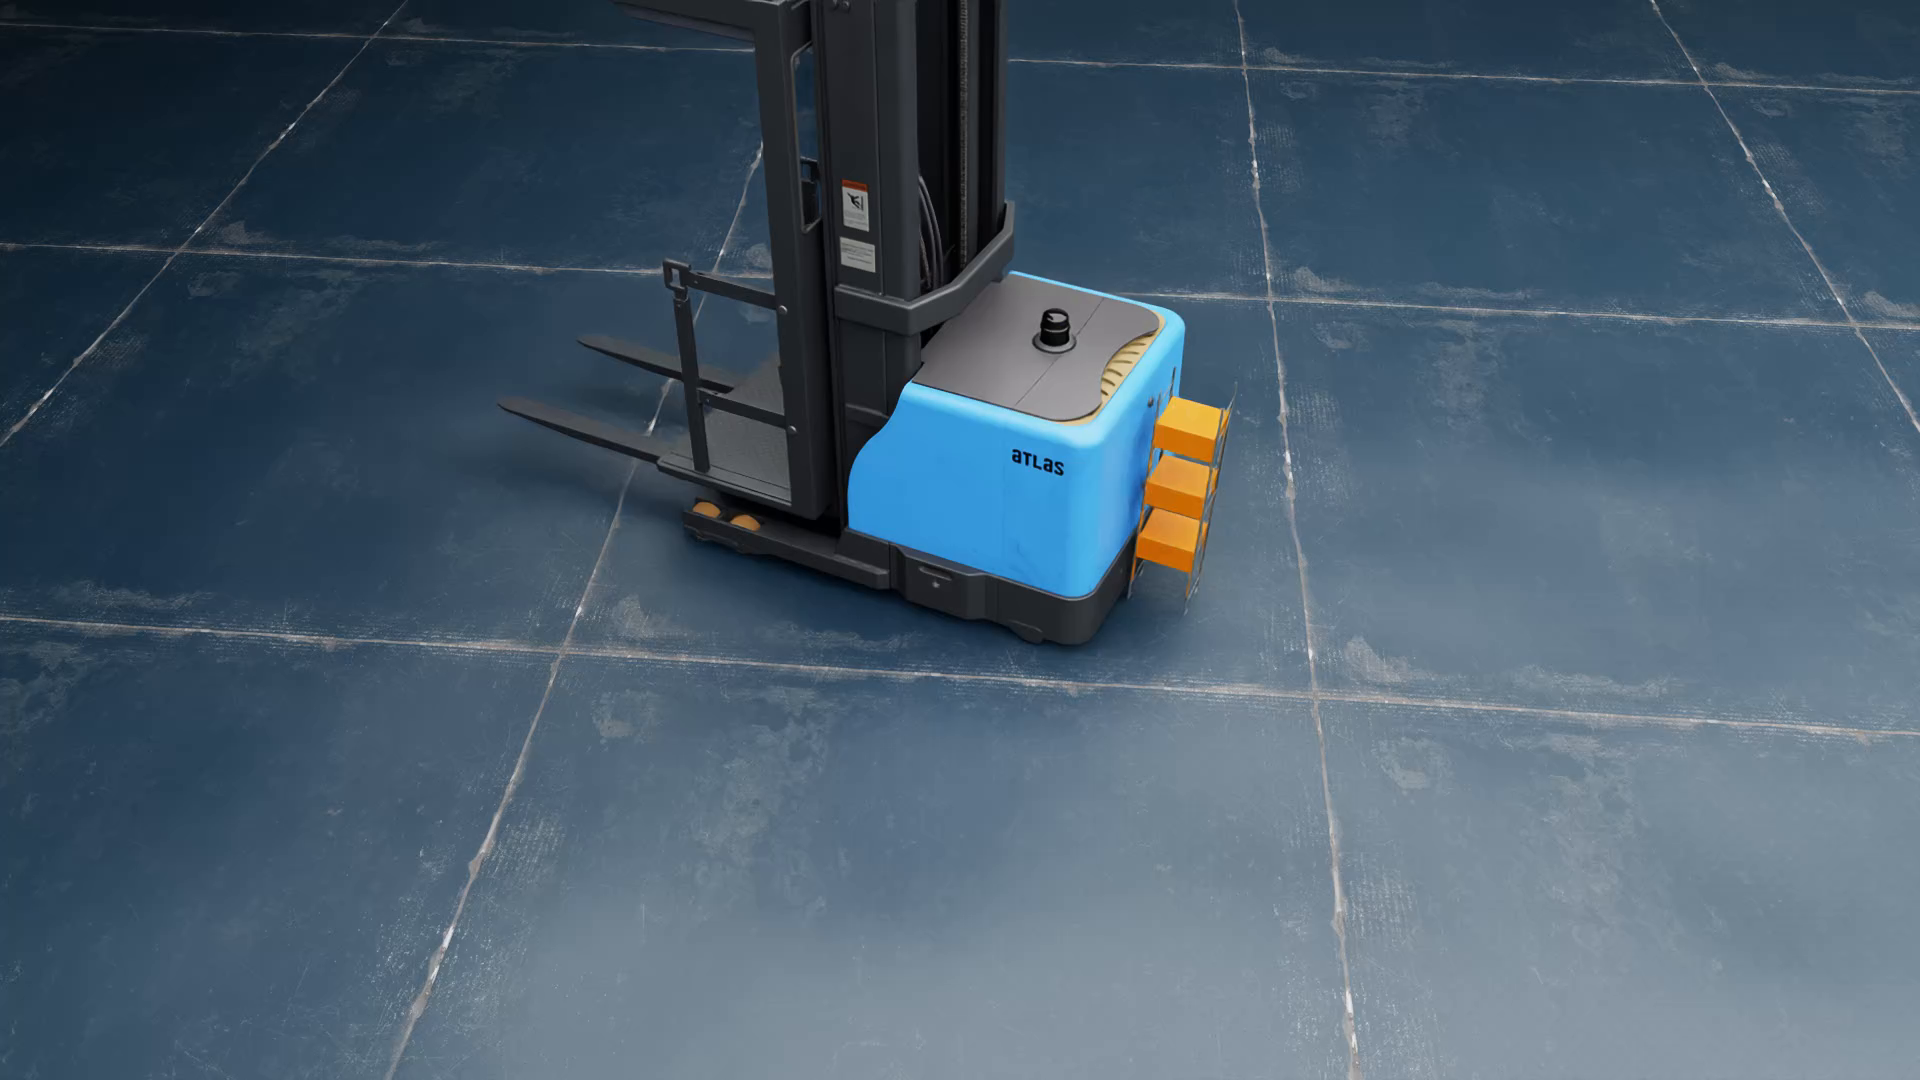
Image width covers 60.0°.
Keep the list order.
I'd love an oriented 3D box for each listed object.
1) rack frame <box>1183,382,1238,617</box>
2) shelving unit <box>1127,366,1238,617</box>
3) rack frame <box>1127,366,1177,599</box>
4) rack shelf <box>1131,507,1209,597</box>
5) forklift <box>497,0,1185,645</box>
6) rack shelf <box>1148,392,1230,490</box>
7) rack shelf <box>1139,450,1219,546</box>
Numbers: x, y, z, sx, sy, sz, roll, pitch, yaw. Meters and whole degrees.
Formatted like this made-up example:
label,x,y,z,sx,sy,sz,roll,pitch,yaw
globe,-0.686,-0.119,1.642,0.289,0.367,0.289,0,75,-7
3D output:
label,x,y,z,sx,sy,sz,roll,pitch,yaw
rack frame,0.988,-0.142,6.593,0.008,1.050,0.200,17,42,16
shelving unit,0.876,-0.177,6.625,0.252,1.050,0.215,17,42,16
rack frame,0.764,-0.212,6.658,0.008,1.050,0.200,17,42,16
rack shelf,0.862,0.043,6.812,0.240,0.259,0.215,17,42,16
forklift,-0.634,-1.360,6.599,3.031,2.935,1.130,17,42,20
rack shelf,0.890,-0.385,6.449,0.240,0.259,0.215,17,42,16
rack shelf,0.875,-0.169,6.632,0.240,0.259,0.215,17,42,16
